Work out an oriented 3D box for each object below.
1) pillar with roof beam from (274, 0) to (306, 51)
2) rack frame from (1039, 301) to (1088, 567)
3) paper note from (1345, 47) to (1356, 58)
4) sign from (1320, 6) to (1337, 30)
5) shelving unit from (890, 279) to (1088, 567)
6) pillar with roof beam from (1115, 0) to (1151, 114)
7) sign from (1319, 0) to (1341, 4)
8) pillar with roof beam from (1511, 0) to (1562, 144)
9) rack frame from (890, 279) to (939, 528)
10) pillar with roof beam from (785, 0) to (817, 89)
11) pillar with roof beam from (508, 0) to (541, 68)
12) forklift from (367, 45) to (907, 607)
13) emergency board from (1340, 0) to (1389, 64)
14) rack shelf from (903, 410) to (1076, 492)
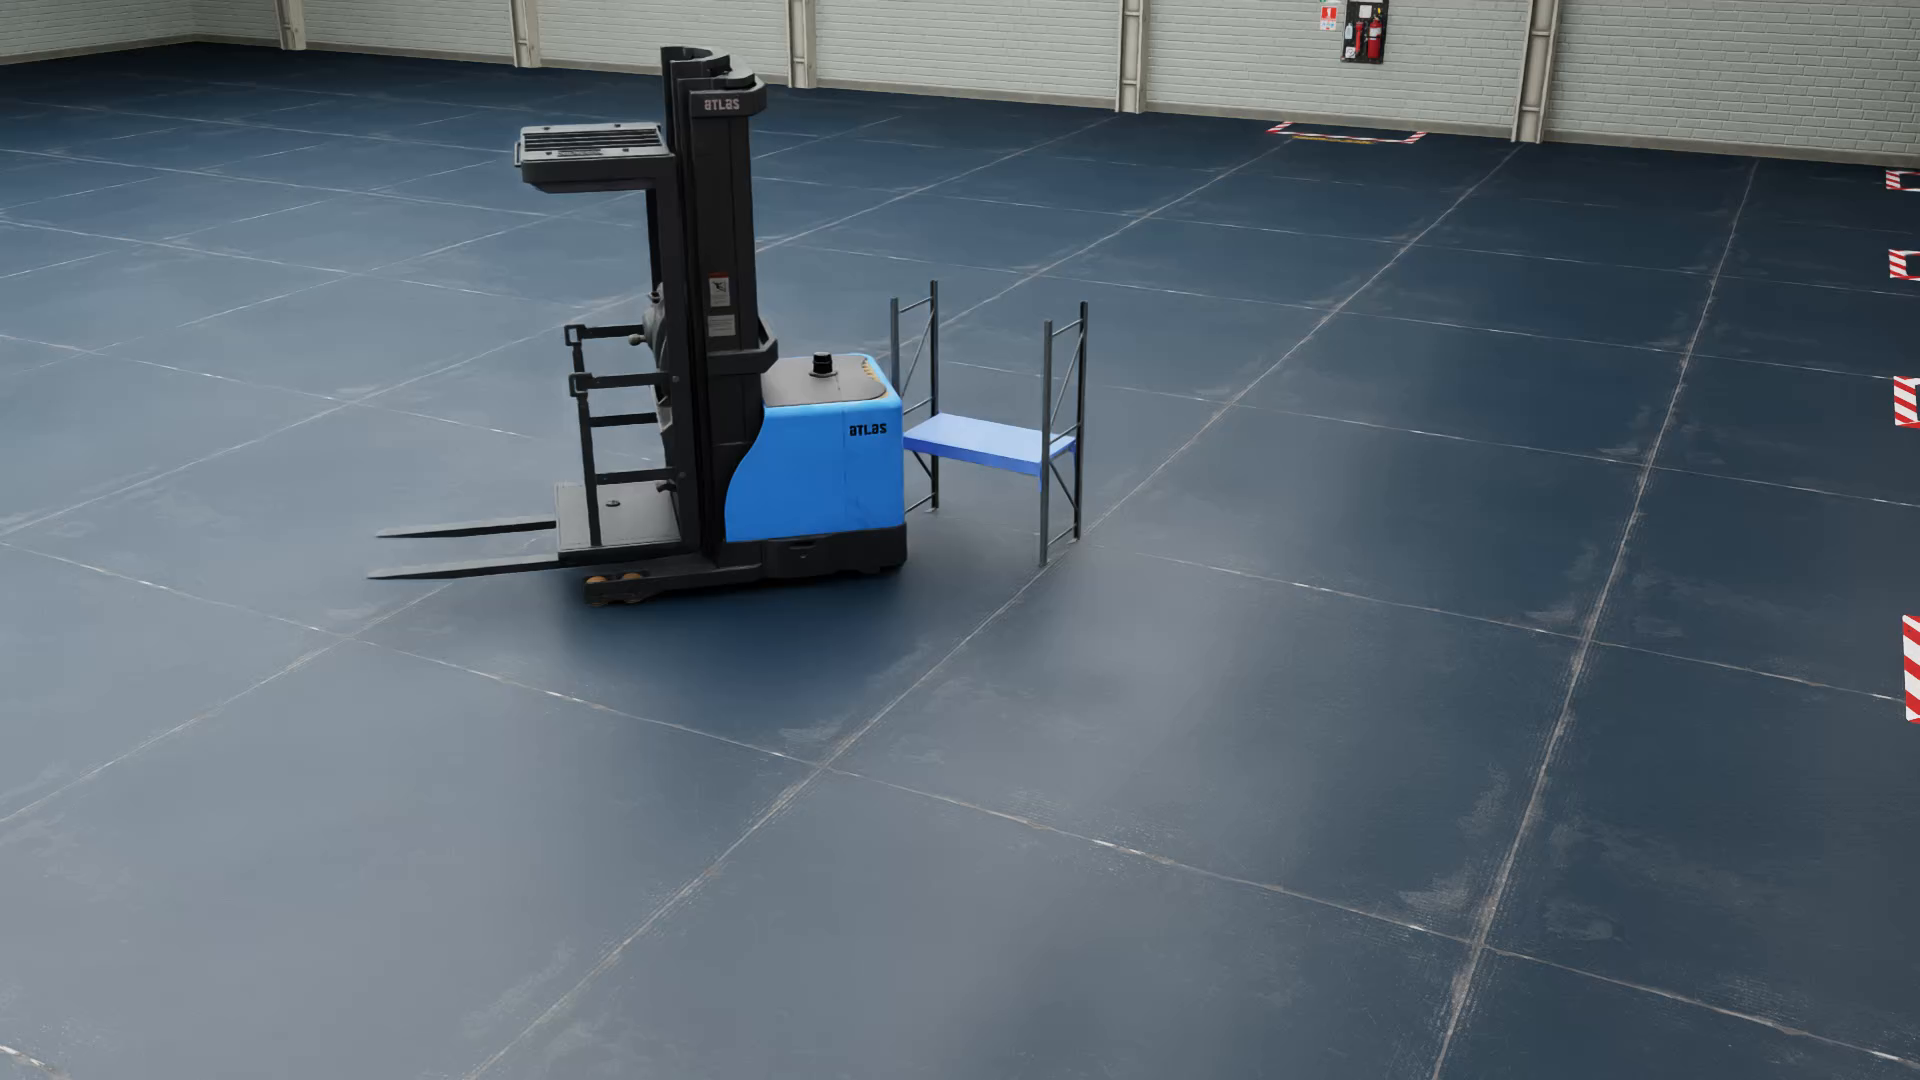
[{"bbox_3d":[-15.340,-12.518,28.186,0.400,9.000,9.100,11,25,25],"label":"pillar with roof beam"},{"bbox_3d":[0.609,-0.617,9.785,0.032,1.500,0.500,13,26,27],"label":"rack frame"},{"bbox_3d":[5.706,-7.122,24.290,0.142,0.148,0.016,11,25,25],"label":"paper note"},{"bbox_3d":[5.385,-7.622,24.295,0.234,0.329,0.001,11,25,25],"label":"sign"},{"bbox_3d":[0.168,-0.716,10.018,1.048,1.500,0.538,13,26,27],"label":"shelving unit"},{"bbox_3d":[0.724,-9.339,20.712,0.400,9.000,9.100,11,25,25],"label":"pillar with roof beam"},{"bbox_3d":[5.386,-7.862,24.182,0.331,0.109,0.001,11,25,25],"label":"sign"},{"bbox_3d":[6.078,-8.280,18.220,0.400,9.000,9.100,11,25,25],"label":"pillar with roof beam"},{"bbox_3d":[-0.273,-0.816,10.251,0.032,1.500,0.500,13,26,27],"label":"rack frame"},{"bbox_3d":[-4.631,-10.399,23.203,0.400,9.000,9.100,11,25,25],"label":"pillar with roof beam"},{"bbox_3d":[-9.985,-11.458,25.694,0.400,9.000,9.100,11,25,25],"label":"pillar with roof beam"},{"bbox_3d":[-1.886,-1.202,9.330,3.031,2.935,1.130,-5,24,-13],"label":"forklift"},{"bbox_3d":[5.832,-7.472,23.987,0.643,1.169,0.194,11,25,25],"label":"emergency board"},{"bbox_3d":[0.168,-0.551,10.089,1.000,0.185,0.538,13,26,27],"label":"rack shelf"}]
